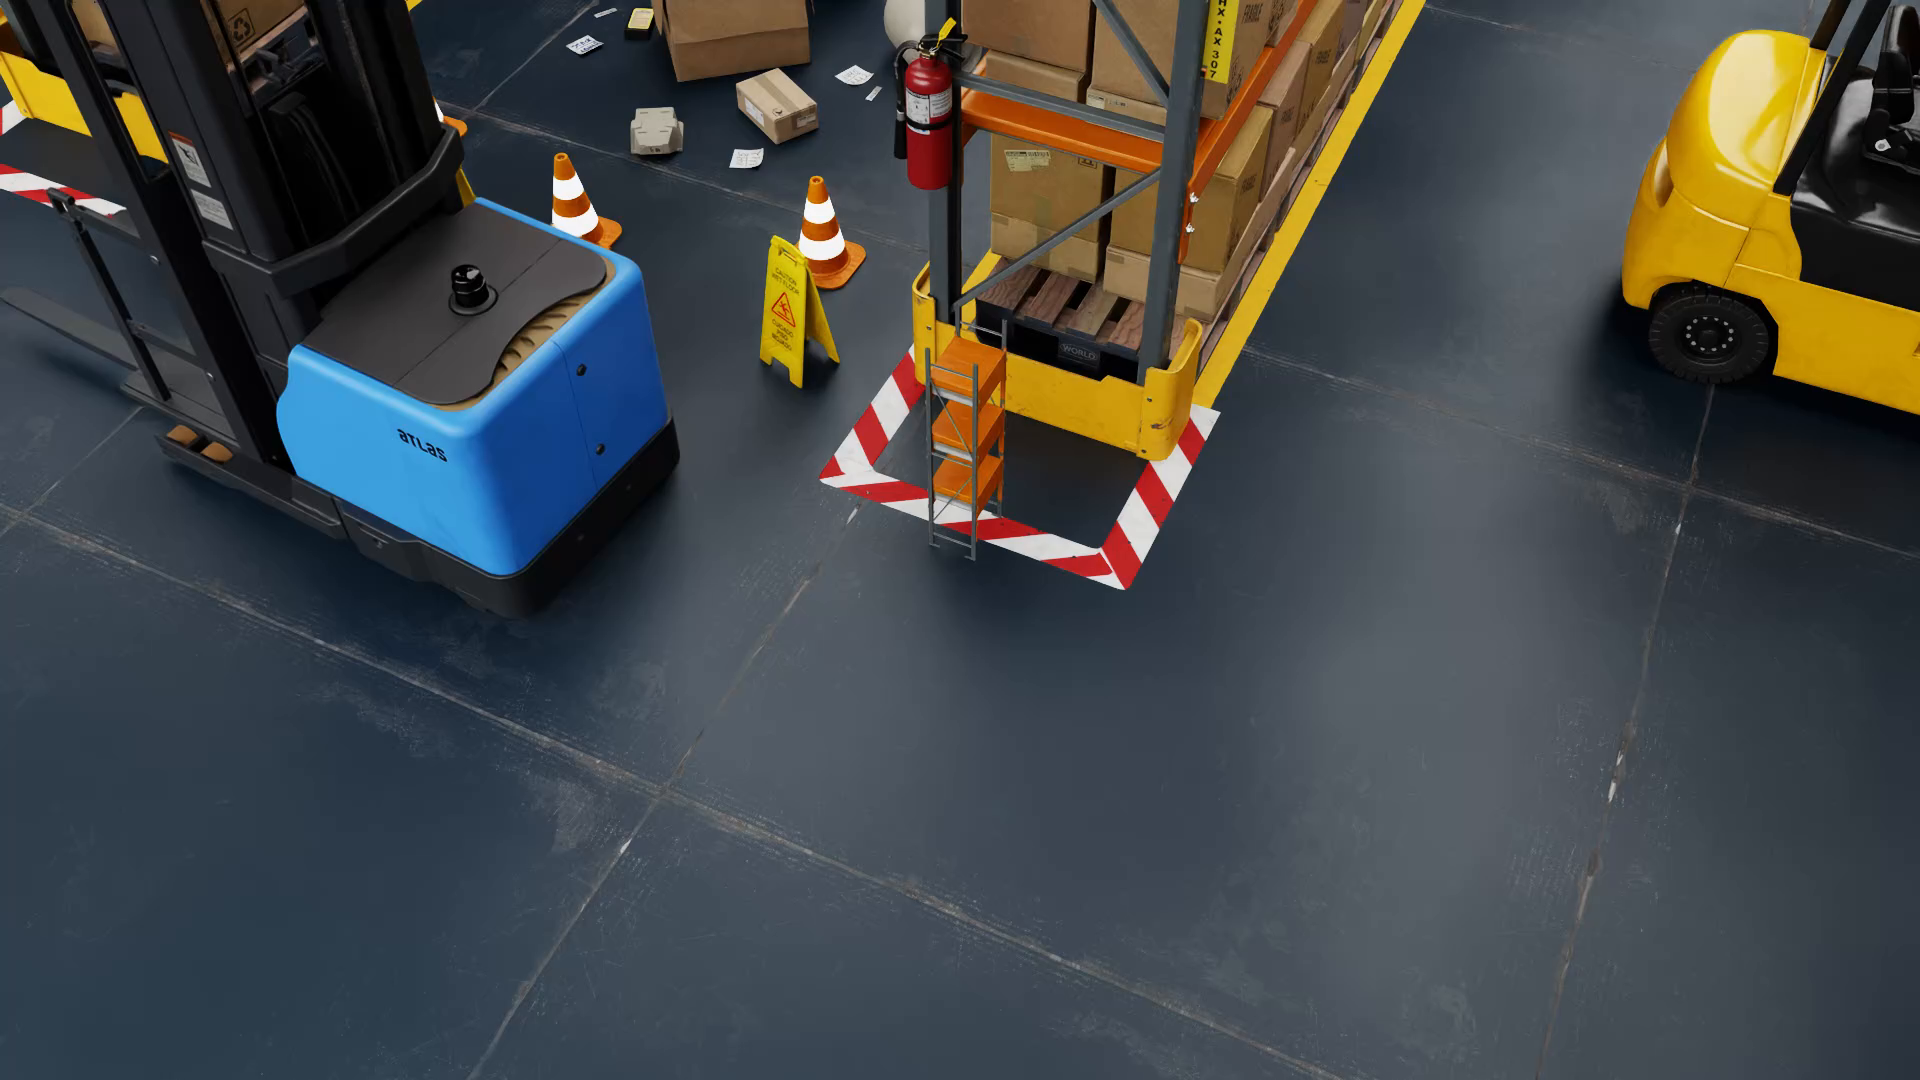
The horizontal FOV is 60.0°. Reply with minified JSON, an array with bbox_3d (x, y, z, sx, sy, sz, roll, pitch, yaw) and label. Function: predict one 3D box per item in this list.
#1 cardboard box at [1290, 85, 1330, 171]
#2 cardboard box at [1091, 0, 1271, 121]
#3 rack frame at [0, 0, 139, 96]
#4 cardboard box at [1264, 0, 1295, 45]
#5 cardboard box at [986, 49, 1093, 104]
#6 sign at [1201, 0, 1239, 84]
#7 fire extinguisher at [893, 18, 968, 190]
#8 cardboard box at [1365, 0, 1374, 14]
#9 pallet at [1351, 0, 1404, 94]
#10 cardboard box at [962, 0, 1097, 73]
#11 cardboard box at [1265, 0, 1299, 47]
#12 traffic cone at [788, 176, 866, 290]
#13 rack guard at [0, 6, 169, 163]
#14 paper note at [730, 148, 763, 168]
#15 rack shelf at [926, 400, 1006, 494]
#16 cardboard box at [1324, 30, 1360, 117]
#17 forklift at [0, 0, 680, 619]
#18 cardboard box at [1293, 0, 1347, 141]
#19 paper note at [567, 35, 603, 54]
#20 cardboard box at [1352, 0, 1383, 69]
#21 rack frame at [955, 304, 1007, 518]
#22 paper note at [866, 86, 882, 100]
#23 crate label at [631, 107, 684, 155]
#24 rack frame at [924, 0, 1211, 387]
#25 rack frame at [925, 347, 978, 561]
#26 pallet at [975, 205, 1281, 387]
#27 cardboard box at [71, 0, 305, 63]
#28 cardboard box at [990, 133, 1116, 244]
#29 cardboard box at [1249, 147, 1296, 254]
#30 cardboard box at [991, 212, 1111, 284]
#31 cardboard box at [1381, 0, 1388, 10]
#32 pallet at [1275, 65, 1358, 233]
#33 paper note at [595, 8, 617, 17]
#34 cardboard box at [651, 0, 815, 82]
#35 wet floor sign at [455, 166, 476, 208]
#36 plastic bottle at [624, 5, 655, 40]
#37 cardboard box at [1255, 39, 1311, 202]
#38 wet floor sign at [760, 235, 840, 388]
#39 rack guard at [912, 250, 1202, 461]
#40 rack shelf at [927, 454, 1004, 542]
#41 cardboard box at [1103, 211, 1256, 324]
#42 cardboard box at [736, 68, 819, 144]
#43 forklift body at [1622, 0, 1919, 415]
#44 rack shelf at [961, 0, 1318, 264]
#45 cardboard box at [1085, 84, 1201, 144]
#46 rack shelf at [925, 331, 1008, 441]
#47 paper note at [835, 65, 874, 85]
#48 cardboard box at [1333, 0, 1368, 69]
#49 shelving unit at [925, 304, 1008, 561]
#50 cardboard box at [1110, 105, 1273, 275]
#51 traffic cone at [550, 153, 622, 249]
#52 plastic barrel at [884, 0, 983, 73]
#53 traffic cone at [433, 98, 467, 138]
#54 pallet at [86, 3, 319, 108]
[{"bbox_3d":[1.394,-1.975,7.806,0.500,0.250,0.500,23,53,18],"label":"cardboard box"},{"bbox_3d":[0.806,-1.900,5.952,0.500,0.500,0.500,19,52,16],"label":"cardboard box"},{"bbox_3d":[-4.165,-3.077,7.214,1.000,3.000,0.127,20,52,16],"label":"rack frame"},{"bbox_3d":[1.025,-2.258,6.256,0.500,0.500,0.500,21,53,17],"label":"cardboard box"},{"bbox_3d":[0.320,-1.781,6.276,0.380,0.149,0.250,21,53,17],"label":"cardboard box"},{"bbox_3d":[0.844,-1.640,5.422,0.100,0.325,0.005,20,52,16],"label":"sign"},{"bbox_3d":[-0.112,-1.582,5.992,0.296,0.674,0.183,20,52,16],"label":"fire extinguisher"},{"bbox_3d":[1.836,-2.933,8.128,0.500,0.500,0.500,21,53,17],"label":"cardboard box"},{"bbox_3d":[1.807,-2.912,8.905,1.003,0.211,1.213,20,52,16],"label":"pallet"},{"bbox_3d":[0.336,-2.128,6.145,0.500,0.500,0.500,19,52,15],"label":"cardboard box"},{"bbox_3d":[1.117,-2.115,6.561,0.380,0.149,0.250,21,53,17],"label":"cardboard box"},{"bbox_3d":[-0.629,-1.429,7.478,0.336,0.463,0.334,20,52,16],"label":"traffic cone"},{"bbox_3d":[-4.176,-2.250,8.151,1.175,0.500,0.348,20,52,16],"label":"rack guard"},{"bbox_3d":[-1.043,-1.872,8.138,0.148,0.019,0.142,4,50,3],"label":"paper note"},{"bbox_3d":[0.023,-0.370,6.205,0.215,0.259,0.240,20,52,16],"label":"rack shelf"},{"bbox_3d":[1.613,-2.322,8.101,0.500,0.250,0.500,21,53,17],"label":"cardboard box"},{"bbox_3d":[-2.670,-1.505,5.921,3.031,2.935,1.130,24,54,19],"label":"forklift"},{"bbox_3d":[1.399,-2.210,7.513,0.500,0.500,0.500,21,53,17],"label":"cardboard box"},{"bbox_3d":[-1.978,-2.613,8.769,0.142,0.017,0.144,-37,59,-27],"label":"paper note"},{"bbox_3d":[1.834,-2.671,8.398,0.500,0.250,0.500,19,52,15],"label":"cardboard box"},{"bbox_3d":[0.075,-0.461,6.268,0.200,1.050,0.008,20,52,16],"label":"rack frame"},{"bbox_3d":[-0.439,-2.284,8.502,0.032,0.001,0.123,20,52,16],"label":"paper note"},{"bbox_3d":[-1.498,-2.012,8.188,0.250,0.136,0.298,-4,50,-3],"label":"crate label"},{"bbox_3d":[0.353,-1.536,5.902,1.000,3.000,0.127,20,52,16],"label":"rack frame"},{"bbox_3d":[-0.029,-0.293,6.125,0.200,1.050,0.008,20,52,16],"label":"rack frame"},{"bbox_3d":[0.765,-1.232,7.475,1.003,0.211,1.213,20,52,16],"label":"pallet"},{"bbox_3d":[-3.936,-3.013,8.278,0.875,0.875,0.875,20,53,16],"label":"cardboard box"},{"bbox_3d":[0.460,-1.660,7.046,0.500,0.500,0.500,20,53,16],"label":"cardboard box"},{"bbox_3d":[1.173,-1.595,7.483,0.500,0.250,0.500,22,53,17],"label":"cardboard box"},{"bbox_3d":[0.466,-1.441,7.352,0.500,0.250,0.500,20,52,16],"label":"cardboard box"},{"bbox_3d":[2.053,-3.041,8.712,0.500,0.250,0.500,22,53,18],"label":"cardboard box"},{"bbox_3d":[1.287,-2.069,8.187,1.003,0.211,1.213,20,52,16],"label":"pallet"},{"bbox_3d":[-1.914,-2.849,8.982,0.123,0.001,0.032,-28,55,-22],"label":"paper note"},{"bbox_3d":[-1.185,-2.760,8.583,0.797,0.503,0.637,-11,51,-9],"label":"cardboard box"},{"bbox_3d":[-2.388,-1.650,7.545,0.267,0.644,0.232,12,51,10],"label":"wet floor sign"},{"bbox_3d":[-1.699,-2.782,8.892,0.133,0.061,0.283,4,50,3],"label":"plastic bottle"},{"bbox_3d":[1.177,-1.867,7.222,0.500,0.500,0.500,18,52,15],"label":"cardboard box"},{"bbox_3d":[-0.695,-0.990,6.984,0.232,0.644,0.267,-37,59,-27],"label":"wet floor sign"},{"bbox_3d":[0.386,-0.778,6.899,1.175,0.500,0.348,20,52,16],"label":"rack guard"},{"bbox_3d":[0.023,-0.190,6.416,0.215,0.259,0.240,20,52,16],"label":"rack shelf"},{"bbox_3d":[0.948,-1.246,7.186,0.500,0.250,0.500,19,52,16],"label":"cardboard box"},{"bbox_3d":[-0.914,-2.171,8.315,0.250,0.149,0.380,-28,55,-22],"label":"cardboard box"},{"bbox_3d":[4.003,-1.548,6.470,2.313,2.155,1.214,20,52,16],"label":"forklift body"},{"bbox_3d":[1.208,-2.680,7.348,1.077,0.370,4.000,20,52,16],"label":"rack shelf"},{"bbox_3d":[0.686,-1.621,6.140,0.380,0.149,0.250,20,52,16],"label":"cardboard box"},{"bbox_3d":[0.023,-0.554,5.988,0.215,0.259,0.240,20,52,16],"label":"rack shelf"},{"bbox_3d":[-0.544,-2.404,8.599,0.142,0.019,0.148,-37,59,-27],"label":"paper note"},{"bbox_3d":[1.619,-2.581,7.829,0.500,0.500,0.500,22,53,18],"label":"cardboard box"},{"bbox_3d":[0.023,-0.377,6.196,0.215,1.050,0.252,20,52,16],"label":"shelving unit"},{"bbox_3d":[0.957,-1.506,6.914,0.500,0.500,0.500,18,52,15],"label":"cardboard box"},{"bbox_3d":[-1.778,-1.556,7.586,0.336,0.463,0.334,20,52,16],"label":"traffic cone"},{"bbox_3d":[-0.133,-2.616,8.513,0.421,0.421,0.512,-19,52,-16],"label":"plastic barrel"},{"bbox_3d":[-2.655,-2.158,8.098,0.336,0.463,0.334,20,52,16],"label":"traffic cone"},{"bbox_3d":[-3.895,-2.749,8.766,1.003,0.211,1.213,20,52,16],"label":"pallet"}]
